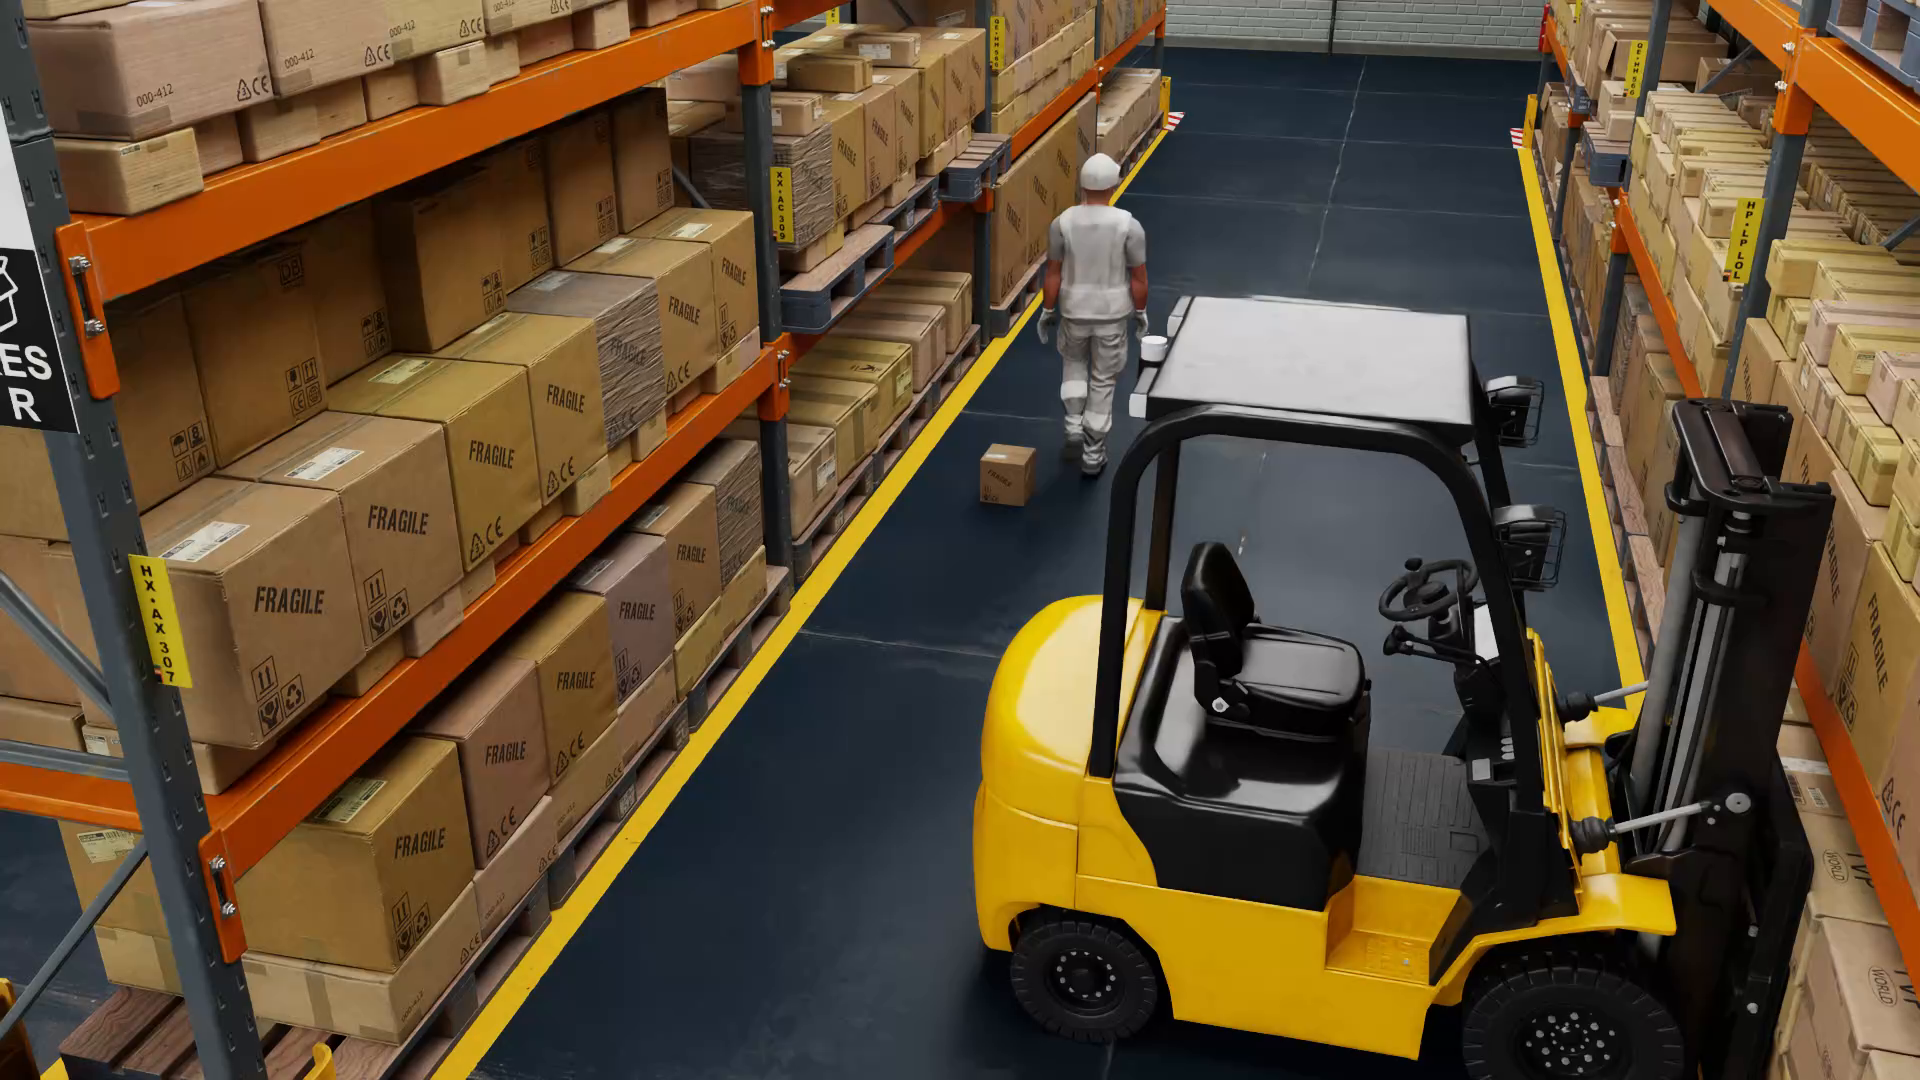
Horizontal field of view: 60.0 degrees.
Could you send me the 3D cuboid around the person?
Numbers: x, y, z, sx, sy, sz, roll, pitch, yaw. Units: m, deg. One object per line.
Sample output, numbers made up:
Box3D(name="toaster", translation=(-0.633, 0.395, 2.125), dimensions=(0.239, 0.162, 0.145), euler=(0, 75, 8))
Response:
Box3D(name="person", translation=(0.746, -1.251, 9.203), dimensions=(0.594, 1.804, 0.467), euler=(6, 26, 13))
